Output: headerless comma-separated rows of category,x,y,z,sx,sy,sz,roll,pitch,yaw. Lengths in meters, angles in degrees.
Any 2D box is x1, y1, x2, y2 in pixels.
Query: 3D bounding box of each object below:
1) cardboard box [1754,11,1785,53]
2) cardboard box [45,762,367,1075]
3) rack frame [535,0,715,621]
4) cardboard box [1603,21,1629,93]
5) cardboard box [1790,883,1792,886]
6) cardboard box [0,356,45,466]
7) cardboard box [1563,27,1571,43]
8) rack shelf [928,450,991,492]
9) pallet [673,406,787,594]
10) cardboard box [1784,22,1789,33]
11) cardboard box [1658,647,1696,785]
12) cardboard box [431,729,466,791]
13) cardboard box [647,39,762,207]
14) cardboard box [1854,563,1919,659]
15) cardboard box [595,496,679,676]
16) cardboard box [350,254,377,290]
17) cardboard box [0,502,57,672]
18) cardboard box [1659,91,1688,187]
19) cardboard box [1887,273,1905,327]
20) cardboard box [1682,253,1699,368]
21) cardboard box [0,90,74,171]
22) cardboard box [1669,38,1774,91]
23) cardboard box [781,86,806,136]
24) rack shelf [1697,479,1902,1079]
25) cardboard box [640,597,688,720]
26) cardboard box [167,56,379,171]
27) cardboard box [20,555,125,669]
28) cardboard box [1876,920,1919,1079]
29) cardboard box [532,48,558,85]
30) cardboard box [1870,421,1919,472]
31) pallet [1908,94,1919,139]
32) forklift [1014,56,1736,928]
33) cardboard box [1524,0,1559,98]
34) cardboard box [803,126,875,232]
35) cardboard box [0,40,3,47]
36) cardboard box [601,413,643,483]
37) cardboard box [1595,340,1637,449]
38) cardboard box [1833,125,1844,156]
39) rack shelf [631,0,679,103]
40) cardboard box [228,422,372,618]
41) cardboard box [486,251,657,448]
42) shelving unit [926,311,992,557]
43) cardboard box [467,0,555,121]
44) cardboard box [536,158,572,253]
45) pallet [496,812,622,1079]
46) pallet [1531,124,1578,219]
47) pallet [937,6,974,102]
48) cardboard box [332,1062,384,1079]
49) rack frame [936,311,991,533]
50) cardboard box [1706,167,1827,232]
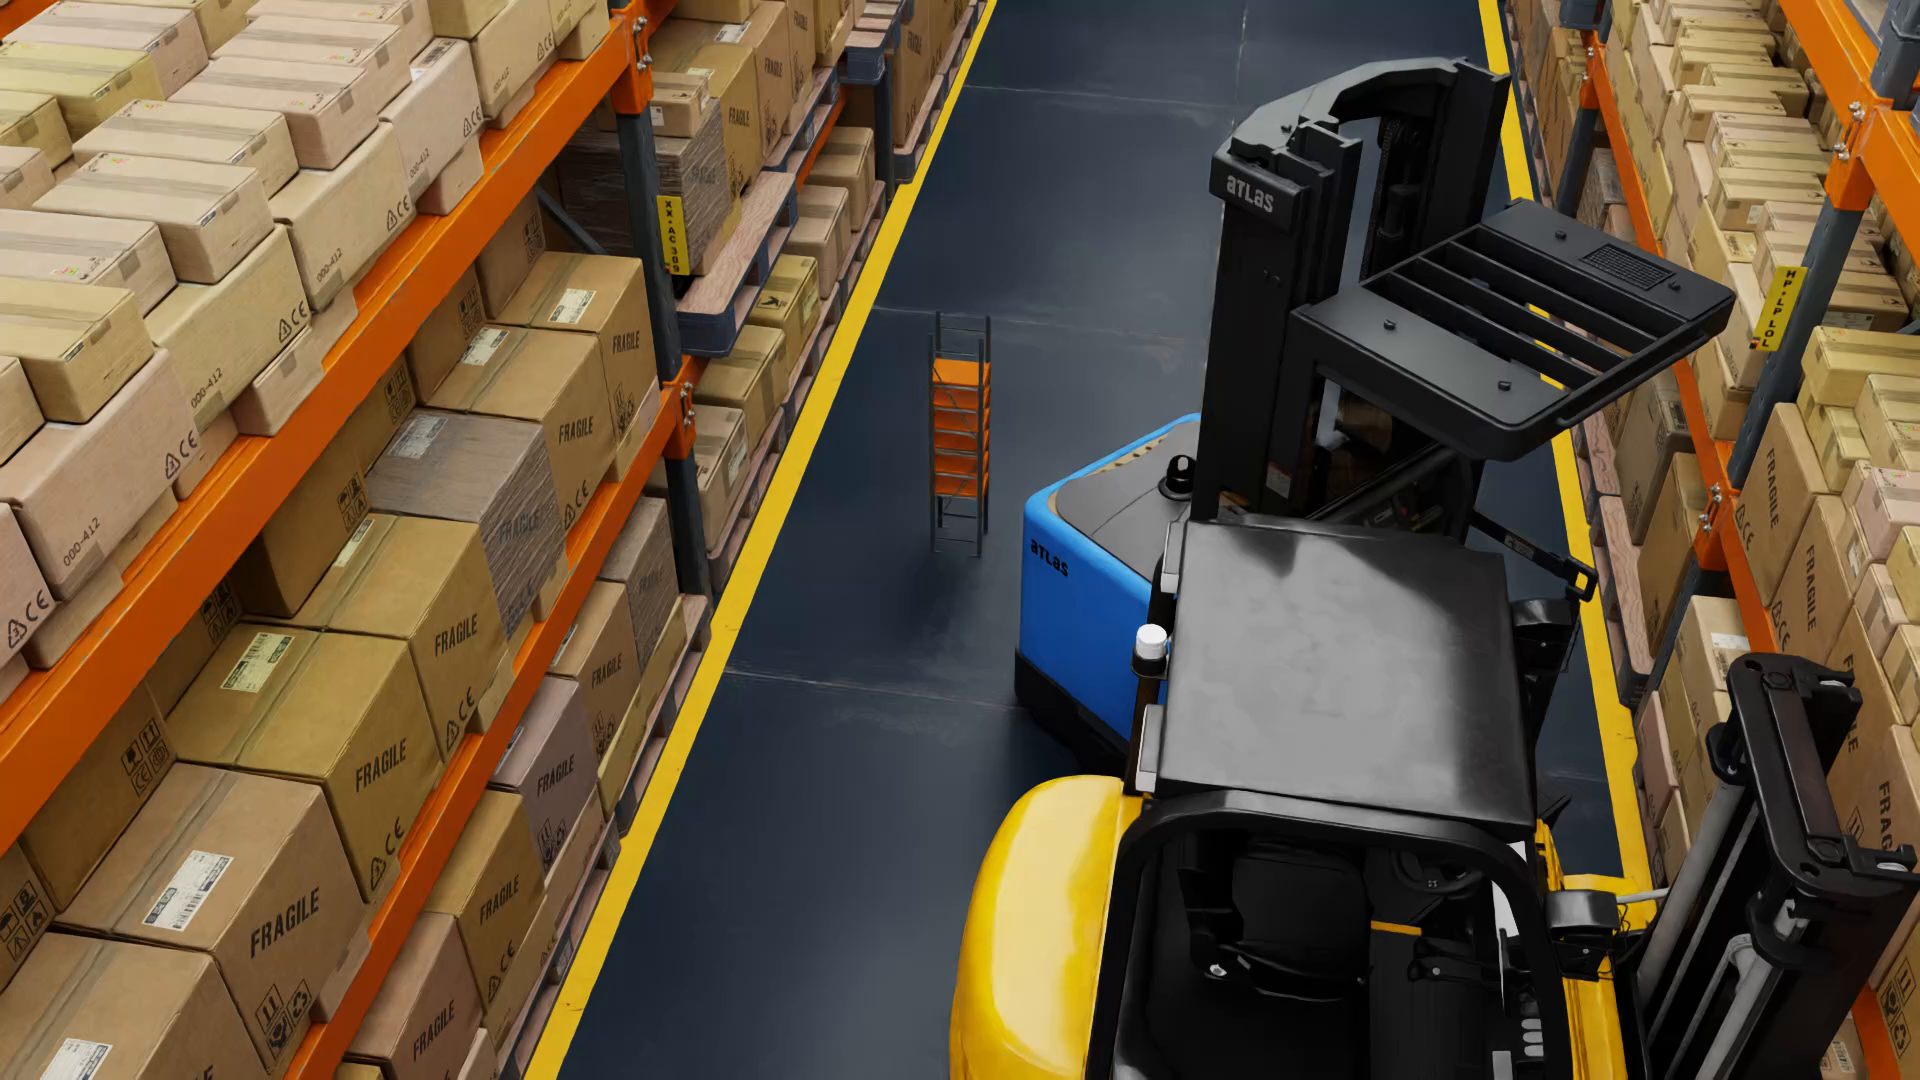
cardboard box,4.087,-2.318,8.021,0.500,0.250,0.500,7,40,8
cardboard box,-1.855,0.914,4.075,0.500,0.500,0.500,8,40,9
rack frame,-1.604,-0.851,6.522,1.000,3.000,0.127,6,40,8
cardboard box,3.660,-2.507,8.643,0.500,0.250,0.500,7,40,8
cardboard box,2.719,1.109,5.195,0.500,0.250,0.500,8,40,9
cardboard box,-1.902,-0.218,2.974,0.380,0.149,0.250,6,40,8
cardboard box,4.052,-3.255,10.553,0.380,0.149,0.250,6,40,7
rack shelf,-0.003,-0.327,7.558,0.258,0.103,0.180,6,40,8
pallet,-1.471,-0.265,8.002,1.003,0.211,1.213,6,40,8
cardboard box,4.107,-2.384,7.789,0.380,0.149,0.250,6,40,7
cardboard box,2.898,0.669,6.120,0.500,0.250,0.500,6,40,7
cardboard box,-1.716,0.593,4.972,0.380,0.149,0.250,5,40,6
cardboard box,-1.154,-1.743,6.960,0.500,0.500,0.500,7,40,8
cardboard box,2.748,0.217,4.643,0.380,0.149,0.250,6,40,7
cardboard box,-1.442,0.159,6.541,0.500,0.500,0.500,6,40,7
cardboard box,-1.720,-0.719,4.206,0.380,0.149,0.250,6,40,7
cardboard box,-1.947,0.160,2.829,0.500,0.250,0.500,6,40,7
cardboard box,3.400,-1.736,7.318,0.500,0.250,0.500,7,40,8
cardboard box,3.626,-0.731,6.103,0.500,0.250,0.500,6,40,7
cardboard box,3.196,-0.910,6.711,0.500,0.250,0.500,6,40,7
cardboard box,-2.296,-0.918,3.821,0.380,0.149,0.250,7,40,9
cardboard box,3.419,-2.126,7.477,0.380,0.149,0.250,7,40,9
cardboard box,-0.944,-2.043,7.832,0.380,0.149,0.250,8,40,9
rack shelf,2.939,1.226,4.574,1.077,0.370,4.000,6,40,8
cardboard box,-1.442,0.447,6.780,0.500,0.250,0.500,8,40,10
cardboard box,-1.618,-1.011,3.933,0.380,0.149,0.250,7,40,8
cardboard box,-1.882,0.090,3.226,0.380,0.149,0.250,7,40,9
cardboard box,2.607,1.182,3.985,0.500,0.500,0.500,6,40,7
cardboard box,-1.489,-1.530,5.186,0.380,0.149,0.250,7,40,8
cardboard box,2.946,-0.207,4.922,0.380,0.149,0.250,6,40,7
pallet,3.163,-0.890,4.285,1.003,0.211,1.213,6,40,8
forklift,1.550,0.072,5.459,1.130,2.935,3.031,-28,47,-29
cardboard box,4.095,-3.274,11.085,0.500,0.500,0.500,5,40,6
cardboard box,-1.020,-2.157,9.834,0.950,0.372,0.625,4,40,5
cardboard box,-5.999,-2.766,10.275,1.050,0.750,0.750,6,40,7
cardboard box,-1.396,-0.362,6.127,0.380,0.149,0.250,7,40,9
cardboard box,3.635,-0.840,8.042,0.875,0.625,0.625,5,40,6
cardboard box,3.830,-1.586,6.823,0.380,0.149,0.250,6,40,7
rack shelf,-1.258,-2.985,7.314,1.077,0.370,4.000,6,40,8
cardboard box,-2.118,-0.170,4.602,0.700,0.500,0.500,6,40,7
cardboard box,-1.436,-0.698,6.025,0.500,0.500,0.500,5,40,7
shelving unit,-0.003,-0.453,7.454,0.258,1.200,0.189,6,40,8
cardboard box,-1.502,-1.440,4.765,0.500,0.250,0.500,6,40,7
cardboard box,-1.750,-1.481,6.643,0.500,0.500,0.500,6,40,7
pallet,-1.894,1.417,5.967,1.003,0.211,1.213,6,40,8
pallet,4.144,-2.206,10.350,1.003,0.211,1.213,6,40,8
pallet,-0.488,-3.537,11.959,1.003,0.211,1.213,6,40,8
cardboard box,-1.881,1.777,4.583,0.500,0.500,0.500,5,40,6
rack frame,0.013,-0.511,7.523,0.240,1.200,0.006,6,40,8
cardboard box,3.162,-1.325,6.508,0.380,0.149,0.250,5,40,6
